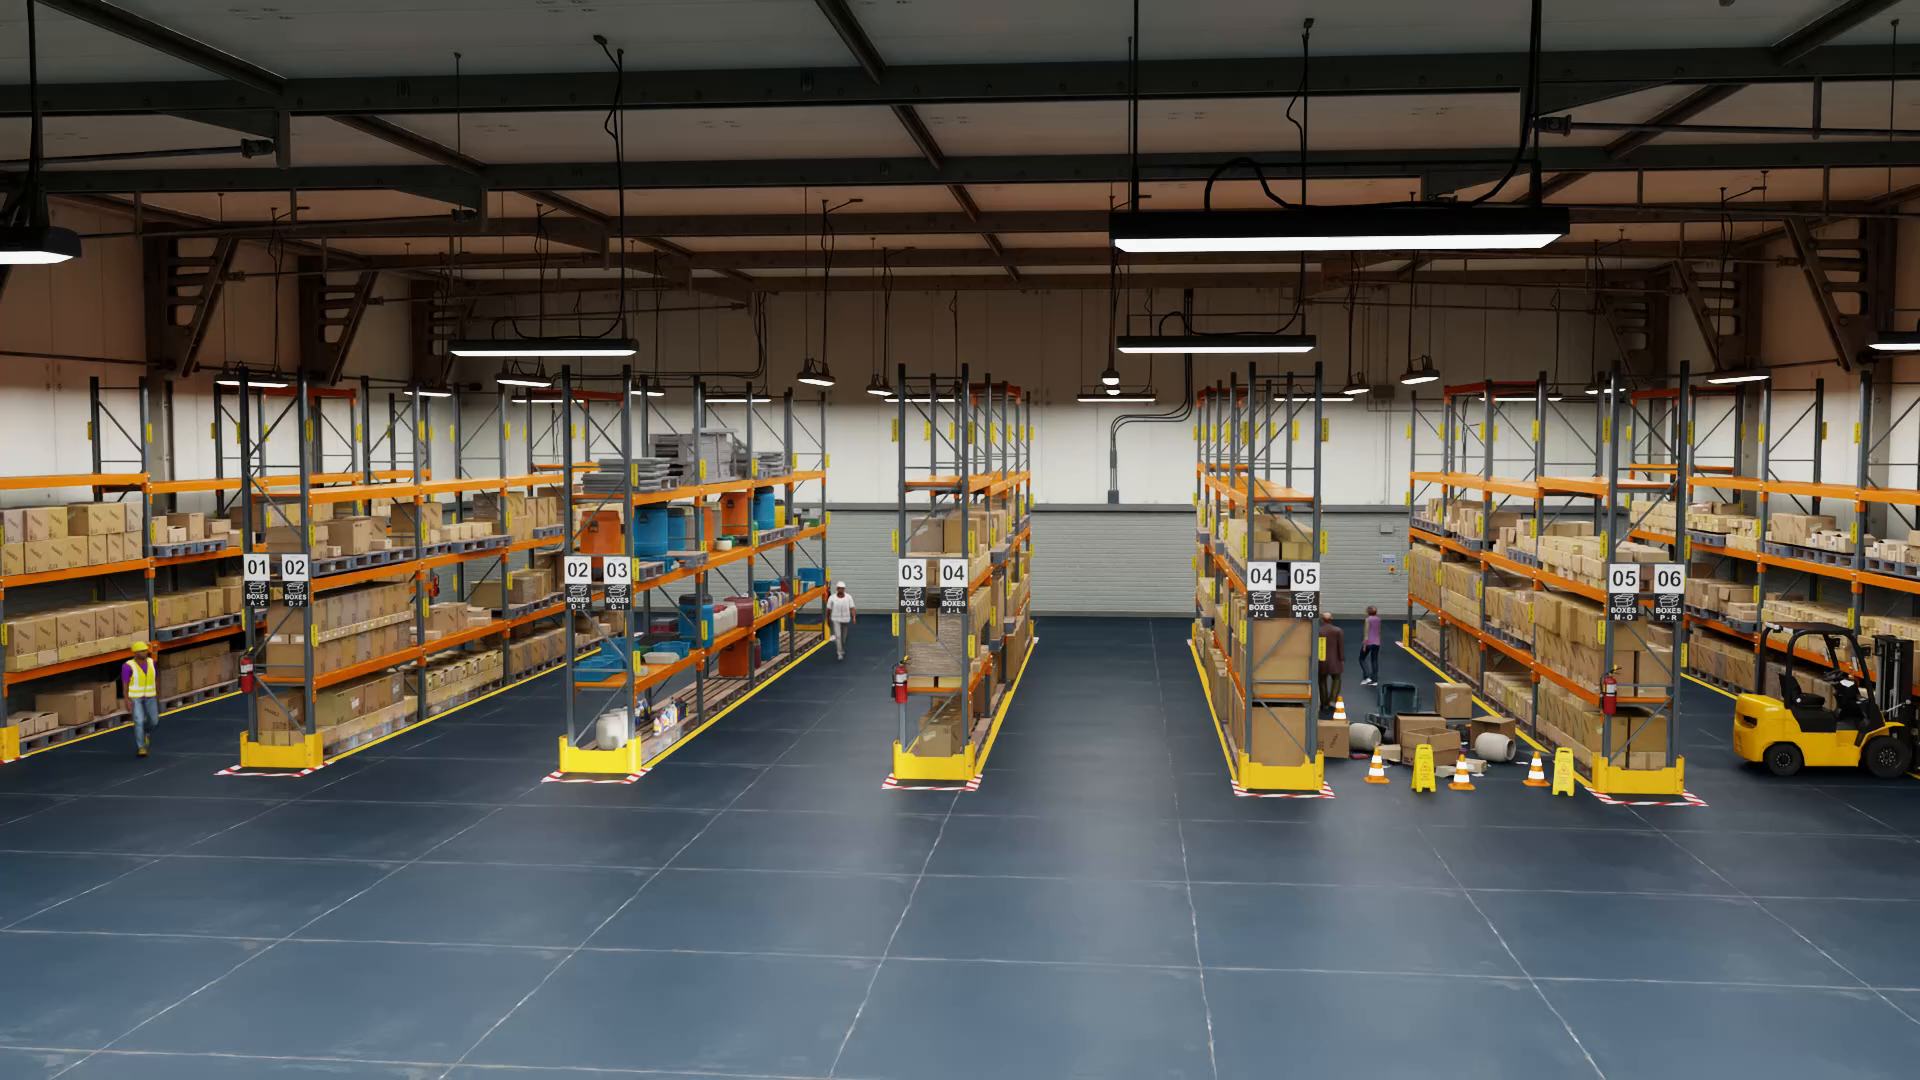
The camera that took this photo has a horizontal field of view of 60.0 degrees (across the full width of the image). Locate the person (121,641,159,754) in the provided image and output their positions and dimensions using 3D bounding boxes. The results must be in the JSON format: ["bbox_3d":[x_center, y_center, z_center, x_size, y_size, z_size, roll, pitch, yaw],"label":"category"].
[{"bbox_3d":[-12.780,2.445,25.926,0.566,1.755,0.650,-3,5,-40],"label":"person"}]

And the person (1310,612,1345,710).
[{"bbox_3d":[6.649,2.190,30.071,0.614,1.775,0.610,0,4,6],"label":"person"}]

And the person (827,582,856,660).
[{"bbox_3d":[-2.622,1.776,36.776,0.622,1.713,1.088,-1,4,-12],"label":"person"}]

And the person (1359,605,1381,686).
[{"bbox_3d":[8.170,2.093,33.002,0.446,1.612,0.372,-2,4,-26],"label":"person"}]
